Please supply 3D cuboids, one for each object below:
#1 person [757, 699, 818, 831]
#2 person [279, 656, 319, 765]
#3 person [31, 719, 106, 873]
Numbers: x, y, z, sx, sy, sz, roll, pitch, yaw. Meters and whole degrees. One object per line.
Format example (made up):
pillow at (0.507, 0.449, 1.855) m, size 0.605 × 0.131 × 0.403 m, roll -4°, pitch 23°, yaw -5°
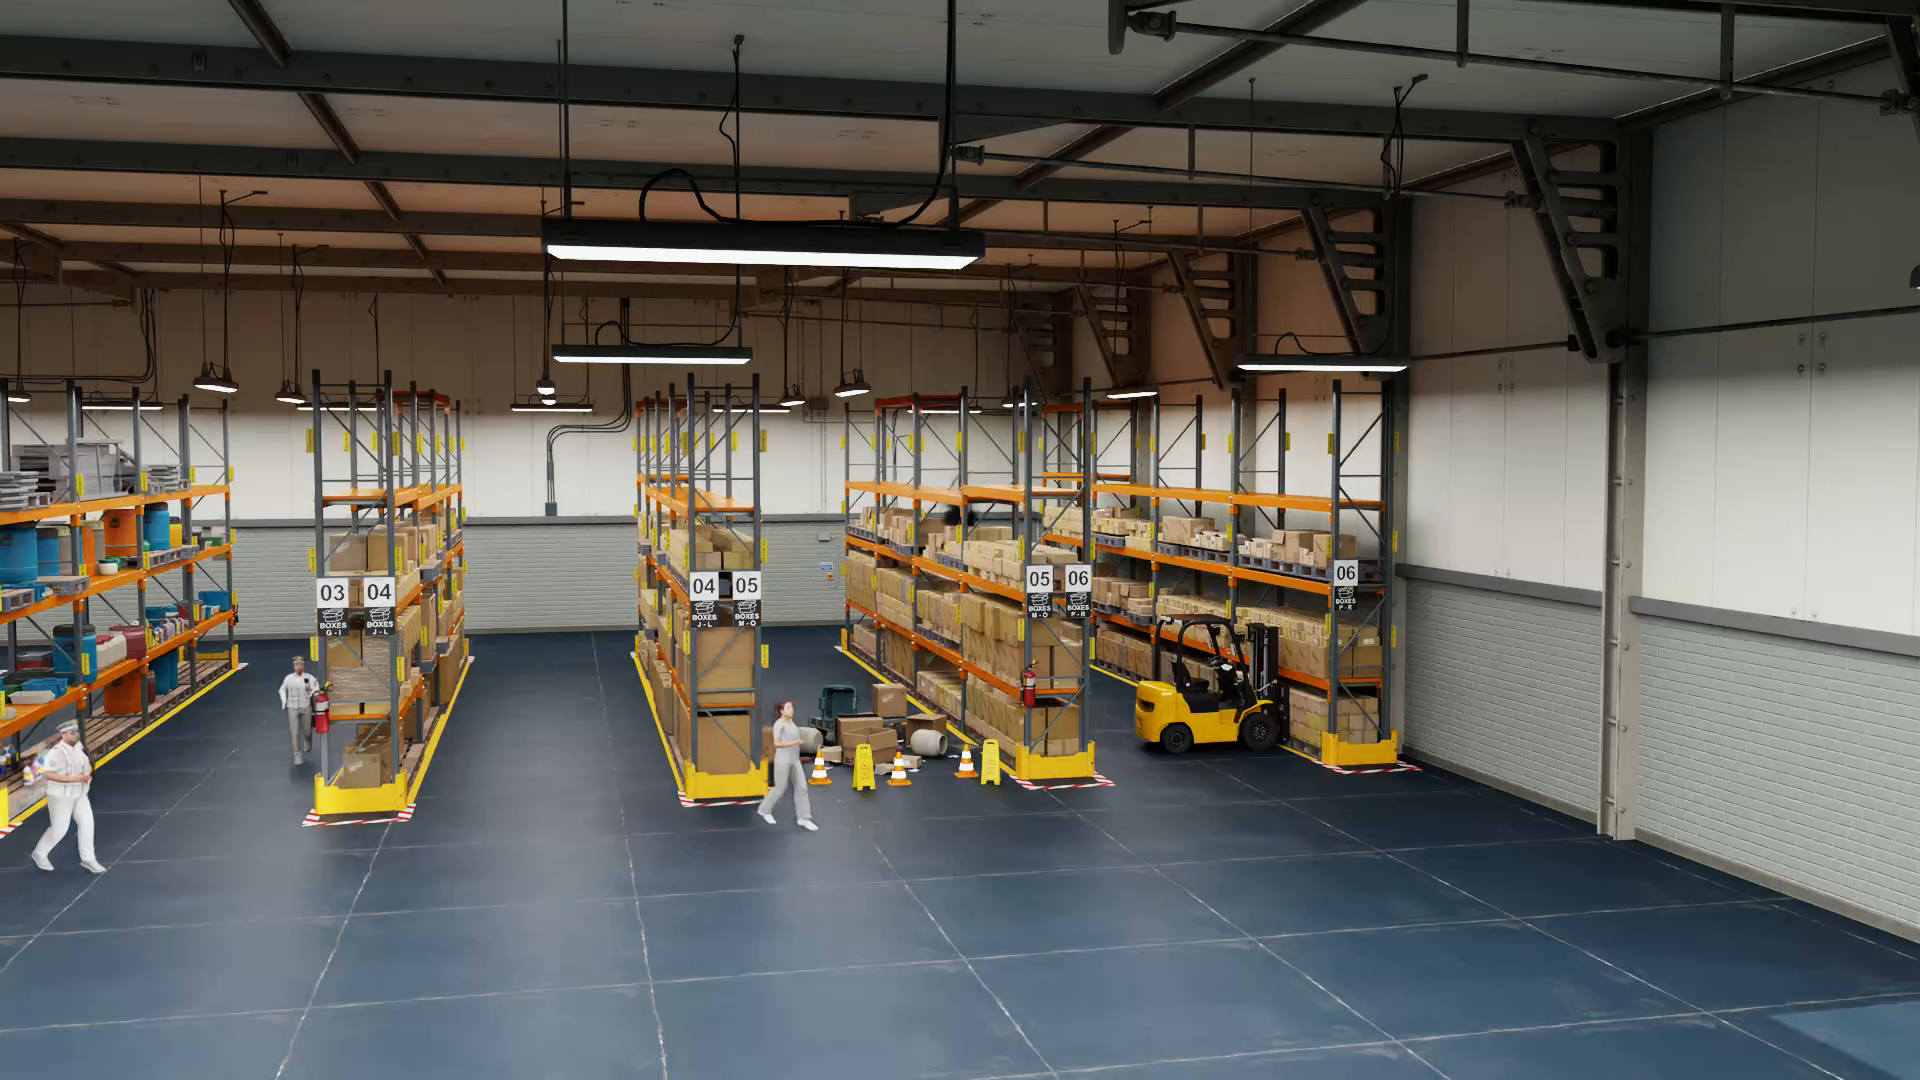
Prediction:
person at (-2.246, 2.894, 21.557) m, size 0.884 × 1.685 × 0.559 m, roll 2°, pitch 4°, yaw 29°
person at (-10.409, 2.650, 26.220) m, size 0.626 × 1.665 × 0.823 m, roll -1°, pitch 3°, yaw -18°
person at (-10.428, 2.996, 19.426) m, size 0.860 × 1.815 × 0.681 m, roll 1°, pitch 3°, yaw 13°
